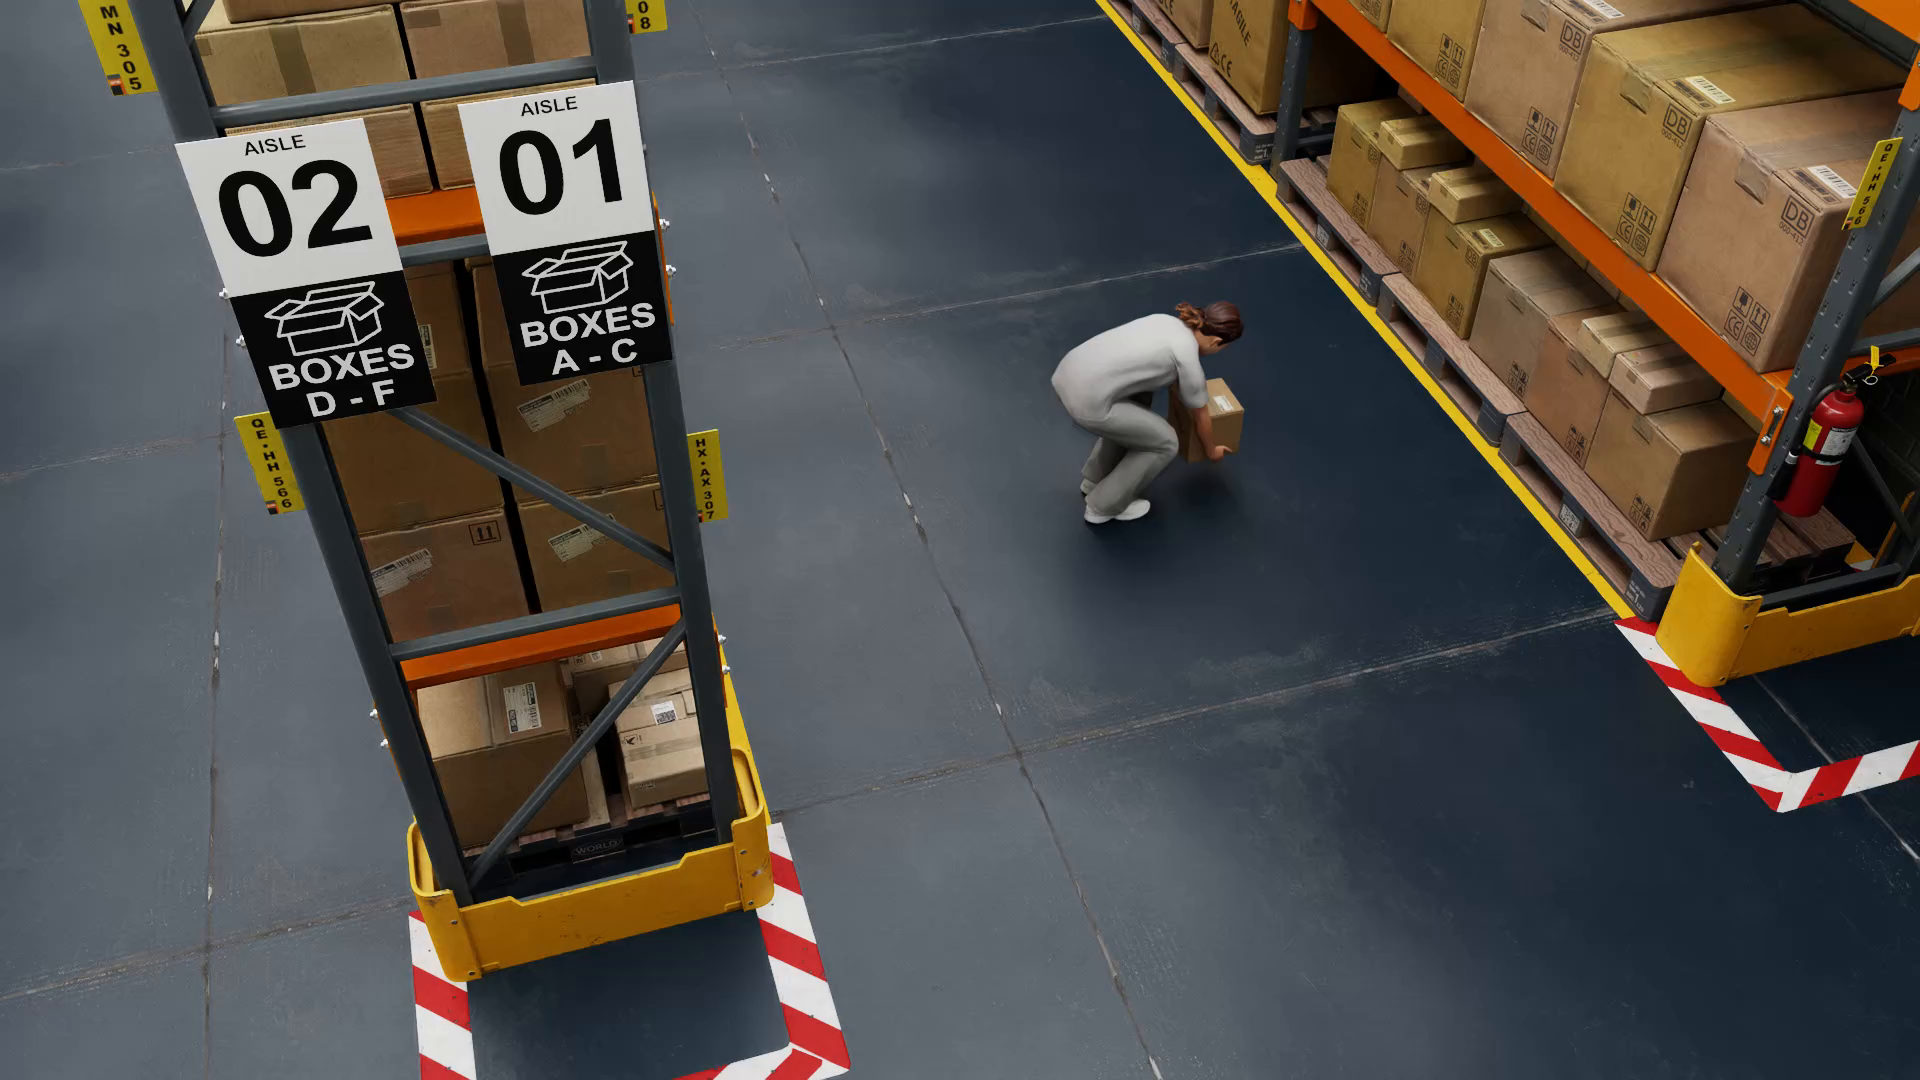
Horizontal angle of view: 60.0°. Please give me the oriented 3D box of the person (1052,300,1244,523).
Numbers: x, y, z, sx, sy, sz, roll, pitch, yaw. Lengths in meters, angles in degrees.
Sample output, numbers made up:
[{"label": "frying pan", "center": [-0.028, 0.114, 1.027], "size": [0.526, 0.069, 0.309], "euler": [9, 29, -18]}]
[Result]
[{"label": "person", "center": [0.822, -0.570, 7.321], "size": [0.862, 0.955, 0.464], "euler": [-14, 44, -15]}]
